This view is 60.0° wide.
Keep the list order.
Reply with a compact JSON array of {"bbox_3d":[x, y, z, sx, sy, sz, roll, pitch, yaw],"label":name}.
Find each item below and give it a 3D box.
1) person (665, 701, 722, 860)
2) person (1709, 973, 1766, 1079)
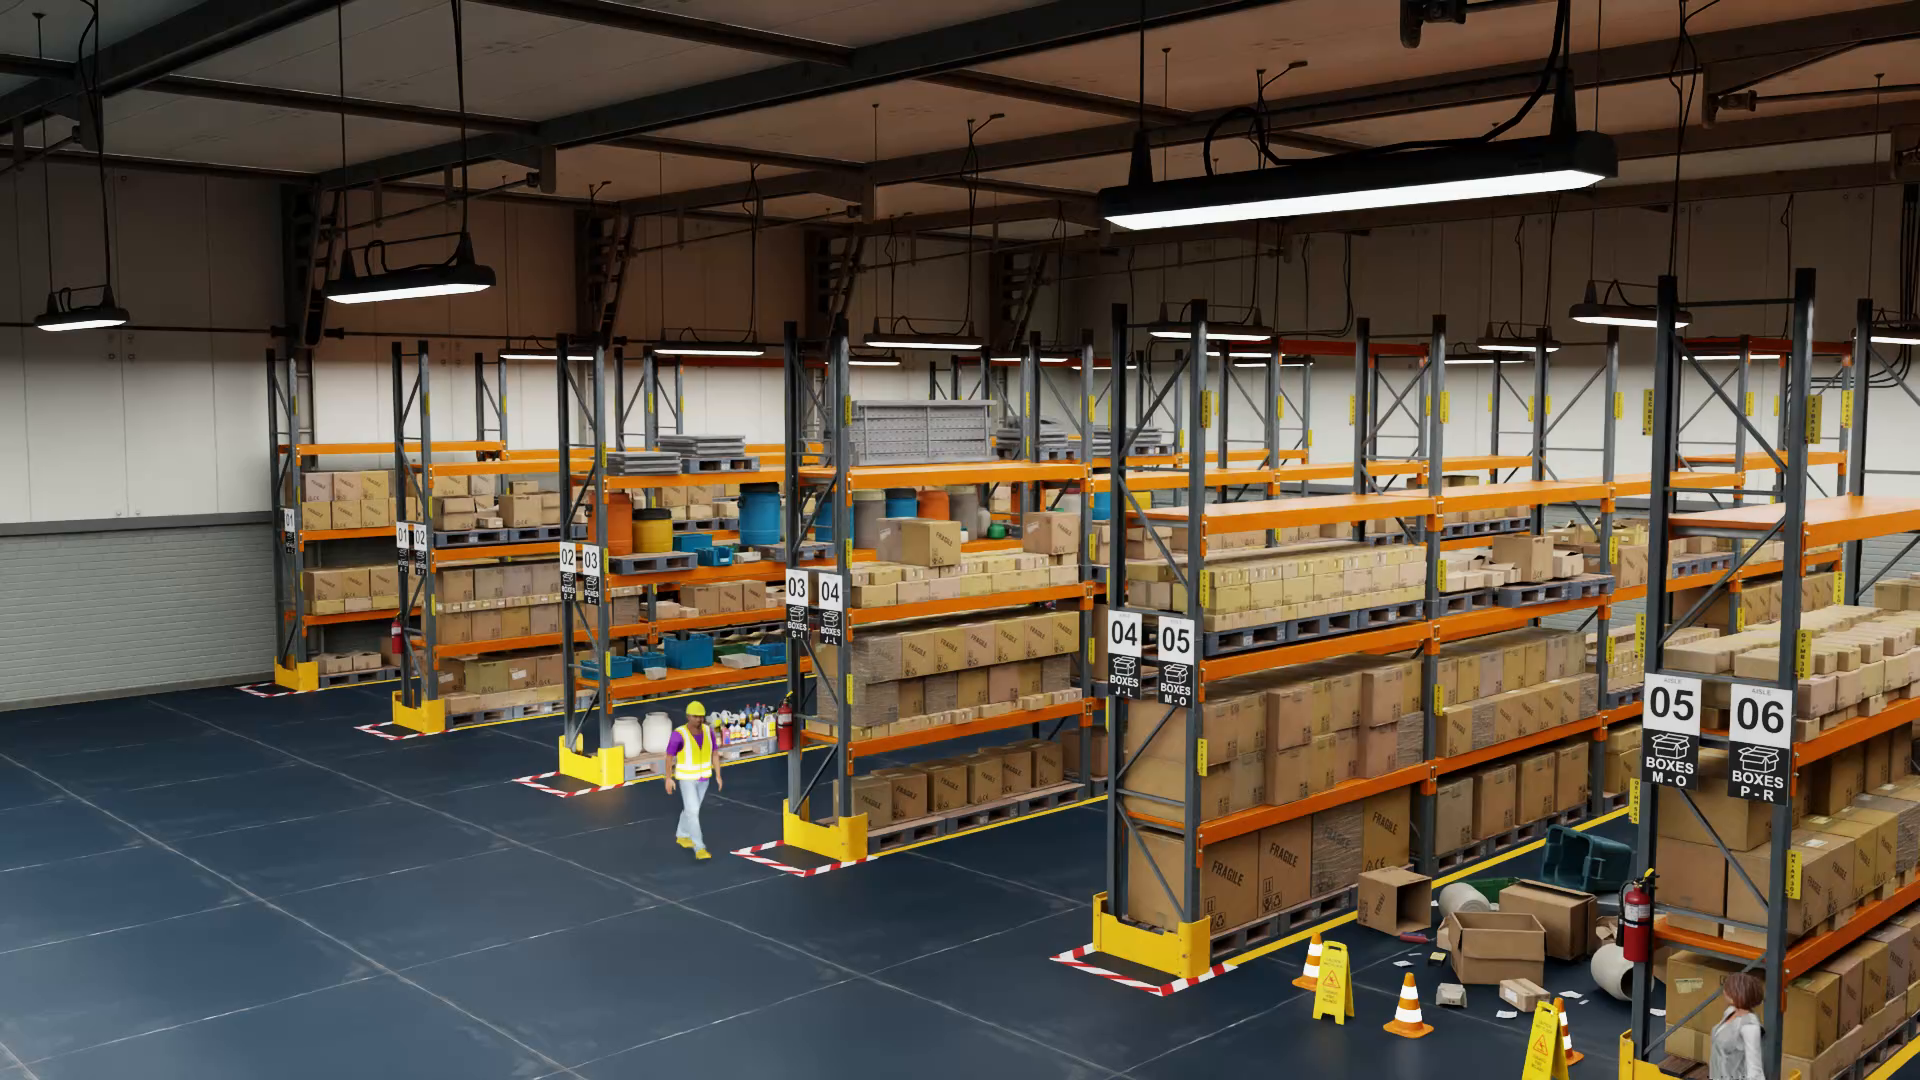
[{"bbox_3d":[-2.937,2.665,18.662,0.584,1.710,1.014,-5,7,-45],"label":"person"},{"bbox_3d":[4.870,3.473,10.422,0.904,1.551,0.468,0,5,3],"label":"person"}]
